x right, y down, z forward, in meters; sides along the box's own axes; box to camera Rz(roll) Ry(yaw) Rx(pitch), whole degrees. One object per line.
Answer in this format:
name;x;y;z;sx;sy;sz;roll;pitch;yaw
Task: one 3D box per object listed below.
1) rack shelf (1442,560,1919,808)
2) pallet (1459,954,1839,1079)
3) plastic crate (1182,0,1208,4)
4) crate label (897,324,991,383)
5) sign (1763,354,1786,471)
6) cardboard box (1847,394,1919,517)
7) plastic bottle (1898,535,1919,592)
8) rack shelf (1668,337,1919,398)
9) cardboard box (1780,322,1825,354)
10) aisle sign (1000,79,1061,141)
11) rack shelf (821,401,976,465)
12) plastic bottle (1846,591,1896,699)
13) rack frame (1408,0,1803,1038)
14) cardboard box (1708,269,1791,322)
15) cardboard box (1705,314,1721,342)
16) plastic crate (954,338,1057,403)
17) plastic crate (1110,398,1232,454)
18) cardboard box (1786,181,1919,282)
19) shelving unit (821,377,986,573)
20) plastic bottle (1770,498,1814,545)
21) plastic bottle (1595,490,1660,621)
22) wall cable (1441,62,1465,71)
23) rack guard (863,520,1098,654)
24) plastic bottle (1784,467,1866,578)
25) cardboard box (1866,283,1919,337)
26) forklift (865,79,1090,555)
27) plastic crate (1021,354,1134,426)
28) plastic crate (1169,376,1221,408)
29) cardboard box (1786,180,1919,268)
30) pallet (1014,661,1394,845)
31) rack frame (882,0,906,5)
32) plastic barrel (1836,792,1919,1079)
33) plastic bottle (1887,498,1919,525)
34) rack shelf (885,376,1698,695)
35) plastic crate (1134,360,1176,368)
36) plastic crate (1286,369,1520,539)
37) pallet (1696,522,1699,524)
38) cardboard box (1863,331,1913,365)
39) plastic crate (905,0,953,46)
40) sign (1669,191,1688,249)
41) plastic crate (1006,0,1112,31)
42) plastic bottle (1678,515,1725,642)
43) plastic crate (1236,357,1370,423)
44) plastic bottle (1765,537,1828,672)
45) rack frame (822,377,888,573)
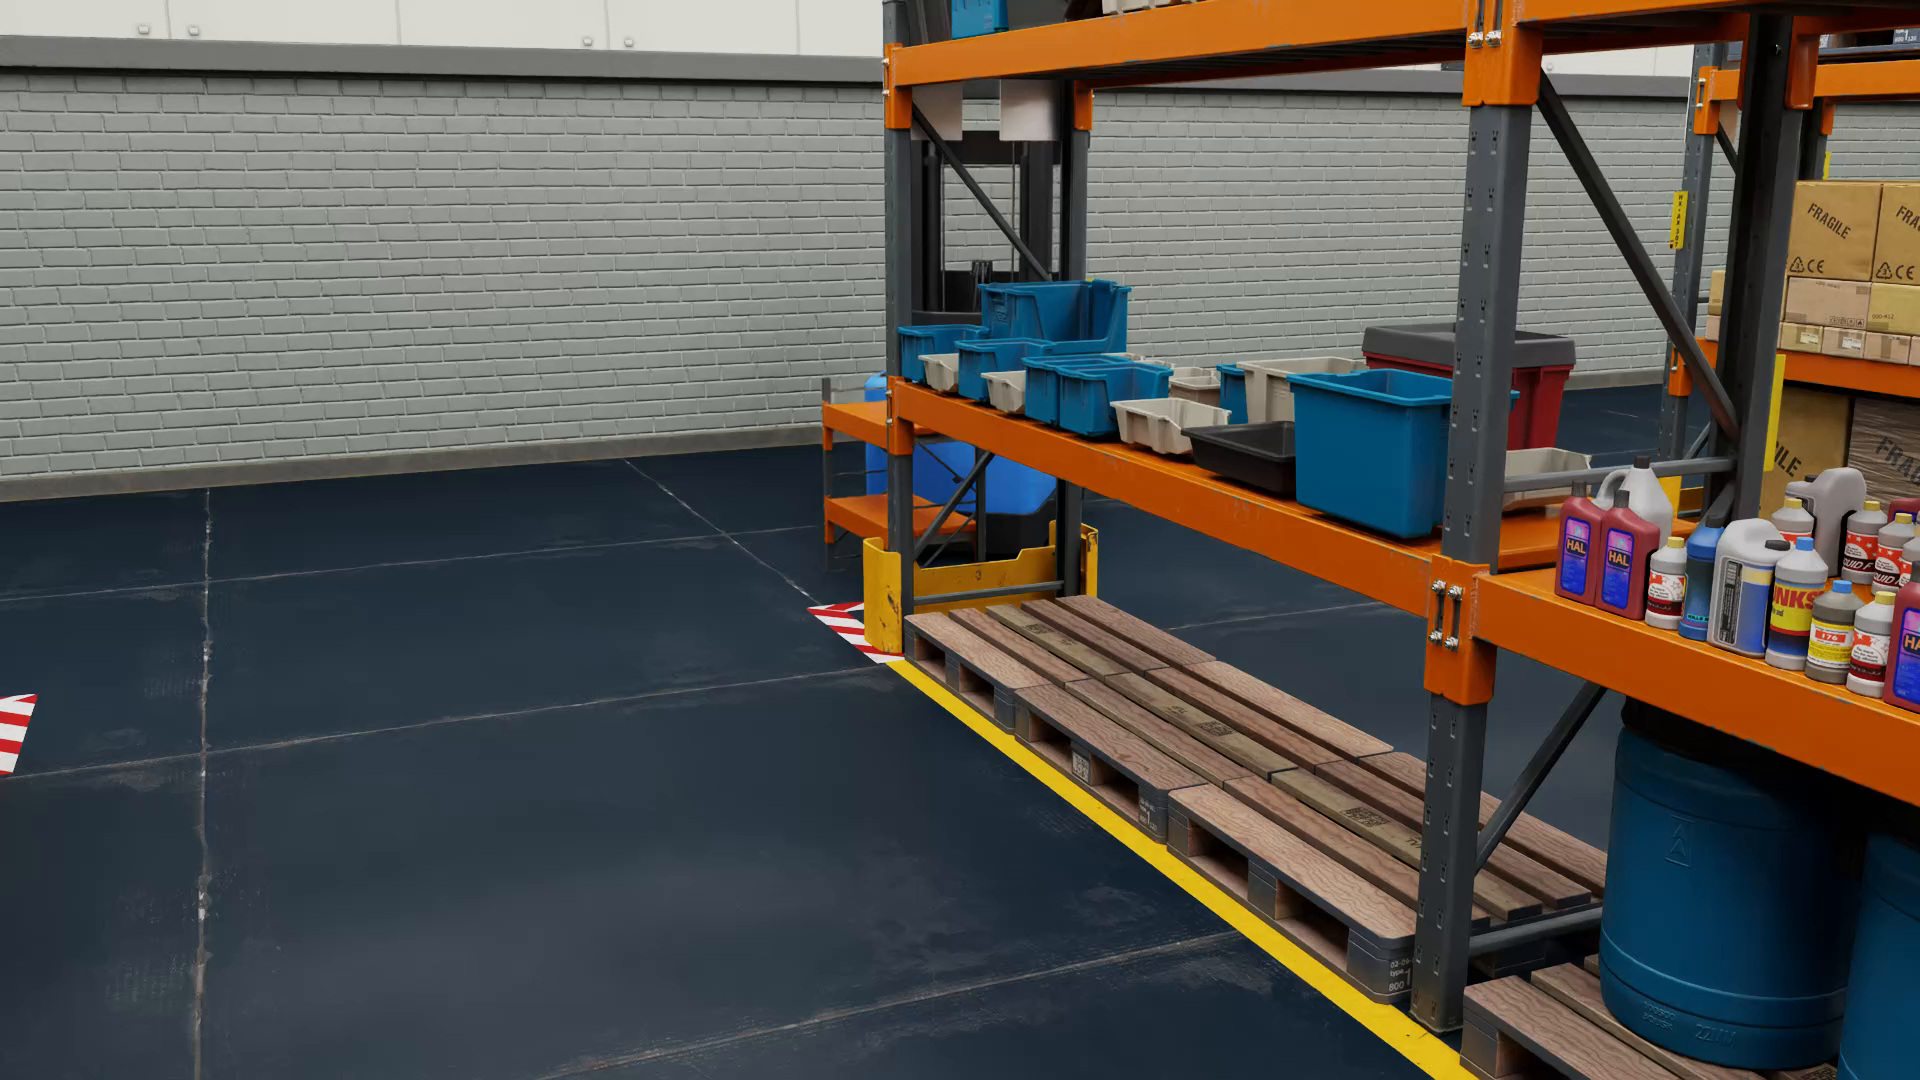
rack shelf;2.534;0.598;2.731;1.077;0.370;4.000;-6;14;-23
pallet;2.004;1.356;4.045;1.003;0.211;1.213;-6;14;-23
plastic crate;0.874;-1.727;5.114;0.293;0.136;0.466;-6;14;-23
crate label;-0.072;-0.860;7.669;0.416;0.233;0.303;-6;14;-23
sign;2.237;-0.350;4.617;0.100;0.325;0.005;-6;14;-23
cardboard box;5.363;-0.296;8.779;0.875;0.875;0.875;-6;14;-23
plastic bottle;2.226;0.073;3.841;0.097;0.201;0.097;0;13;0
rack shelf;5.470;-0.676;8.235;1.077;0.370;4.000;-6;14;-23
cardboard box;4.715;-1.109;9.065;0.380;0.149;0.250;-6;14;-24
aisle sign;0.370;-2.300;7.892;0.394;0.787;0.004;-6;14;-23
rack shelf;-0.320;-0.567;9.025;0.538;0.278;1.000;-6;14;-26
plastic bottle;1.815;0.203;3.281;0.097;0.201;0.097;0;13;0
rack frame;1.733;-0.166;4.435;1.000;3.000;0.127;-6;14;-23
cardboard box;4.613;-1.388;9.389;0.500;0.250;0.500;-6;14;-24
cardboard box;4.508;-1.214;9.522;0.380;0.149;0.250;-5;14;-22
plastic crate;0.191;-0.723;7.082;0.416;0.233;0.300;-6;14;-23
plastic crate;0.760;-0.400;5.896;0.293;0.136;0.466;-6;14;-23
cardboard box;4.814;-1.650;8.858;0.500;0.500;0.500;-6;14;-24
shelving unit;-0.320;-0.281;9.091;0.538;1.125;1.048;-6;14;-26
plastic bottle;2.080;-0.002;4.167;0.097;0.201;0.097;0;13;0
plastic bottle;1.542;0.033;3.836;0.061;0.283;0.133;-6;14;-23
wall cable;5.562;-7.410;15.293;2.277;5.999;0.120;-6;14;-23
rack guard;0.109;0.221;8.304;1.175;0.500;0.348;-6;14;-23
plastic bottle;2.187;-0.054;4.224;0.152;0.276;0.135;-6;14;-23
cardboard box;5.026;-1.177;8.477;0.500;0.250;0.500;-6;14;-25
forklift;0.238;-1.625;10.892;1.130;2.935;3.031;3;13;12
plastic crate;0.455;-0.587;6.494;0.416;0.233;0.300;-6;14;-23
plastic crate;0.995;-0.565;6.611;0.298;0.136;0.250;-6;14;-23
cardboard box;5.105;-1.800;9.506;0.500;0.500;0.500;-5;14;-22
pallet;0.910;0.792;6.482;1.003;0.211;1.213;-6;14;-23
rack frame;0.130;-3.915;7.330;1.000;3.000;0.127;-6;14;-23
plastic barrel;2.219;0.912;3.500;0.600;0.901;0.708;-6;14;-23
plastic bottle;2.321;-0.013;4.034;0.061;0.283;0.133;-6;14;-23
rack shelf;0.932;-0.229;6.302;1.077;0.370;4.000;-6;14;-23
plastic crate;0.726;-0.680;7.107;0.396;0.136;0.243;-6;14;-23
plastic crate;1.233;-0.253;4.714;0.392;0.384;0.575;-6;14;-23
pallet;5.061;0.077;9.570;1.003;0.211;1.213;-6;14;-23
cardboard box;4.922;-1.002;8.605;0.380;0.149;0.250;-6;14;-24
plastic crate;0.029;-2.286;7.230;0.497;0.269;0.590;-6;14;-23
sign;4.158;-1.851;9.621;0.100;0.325;0.005;-6;14;-23
plastic crate;0.490;-2.083;6.204;0.504;0.338;0.767;-6;14;-23
plastic bottle;1.644;0.081;3.654;0.097;0.271;0.097;0;13;0
plastic crate;1.290;-0.470;5.877;0.437;0.282;0.530;-6;14;-23
plastic bottle;1.737;0.129;3.447;0.097;0.271;0.097;0;13;0
rack frame;-0.545;-0.384;9.535;0.500;1.125;0.032;-6;14;-26
